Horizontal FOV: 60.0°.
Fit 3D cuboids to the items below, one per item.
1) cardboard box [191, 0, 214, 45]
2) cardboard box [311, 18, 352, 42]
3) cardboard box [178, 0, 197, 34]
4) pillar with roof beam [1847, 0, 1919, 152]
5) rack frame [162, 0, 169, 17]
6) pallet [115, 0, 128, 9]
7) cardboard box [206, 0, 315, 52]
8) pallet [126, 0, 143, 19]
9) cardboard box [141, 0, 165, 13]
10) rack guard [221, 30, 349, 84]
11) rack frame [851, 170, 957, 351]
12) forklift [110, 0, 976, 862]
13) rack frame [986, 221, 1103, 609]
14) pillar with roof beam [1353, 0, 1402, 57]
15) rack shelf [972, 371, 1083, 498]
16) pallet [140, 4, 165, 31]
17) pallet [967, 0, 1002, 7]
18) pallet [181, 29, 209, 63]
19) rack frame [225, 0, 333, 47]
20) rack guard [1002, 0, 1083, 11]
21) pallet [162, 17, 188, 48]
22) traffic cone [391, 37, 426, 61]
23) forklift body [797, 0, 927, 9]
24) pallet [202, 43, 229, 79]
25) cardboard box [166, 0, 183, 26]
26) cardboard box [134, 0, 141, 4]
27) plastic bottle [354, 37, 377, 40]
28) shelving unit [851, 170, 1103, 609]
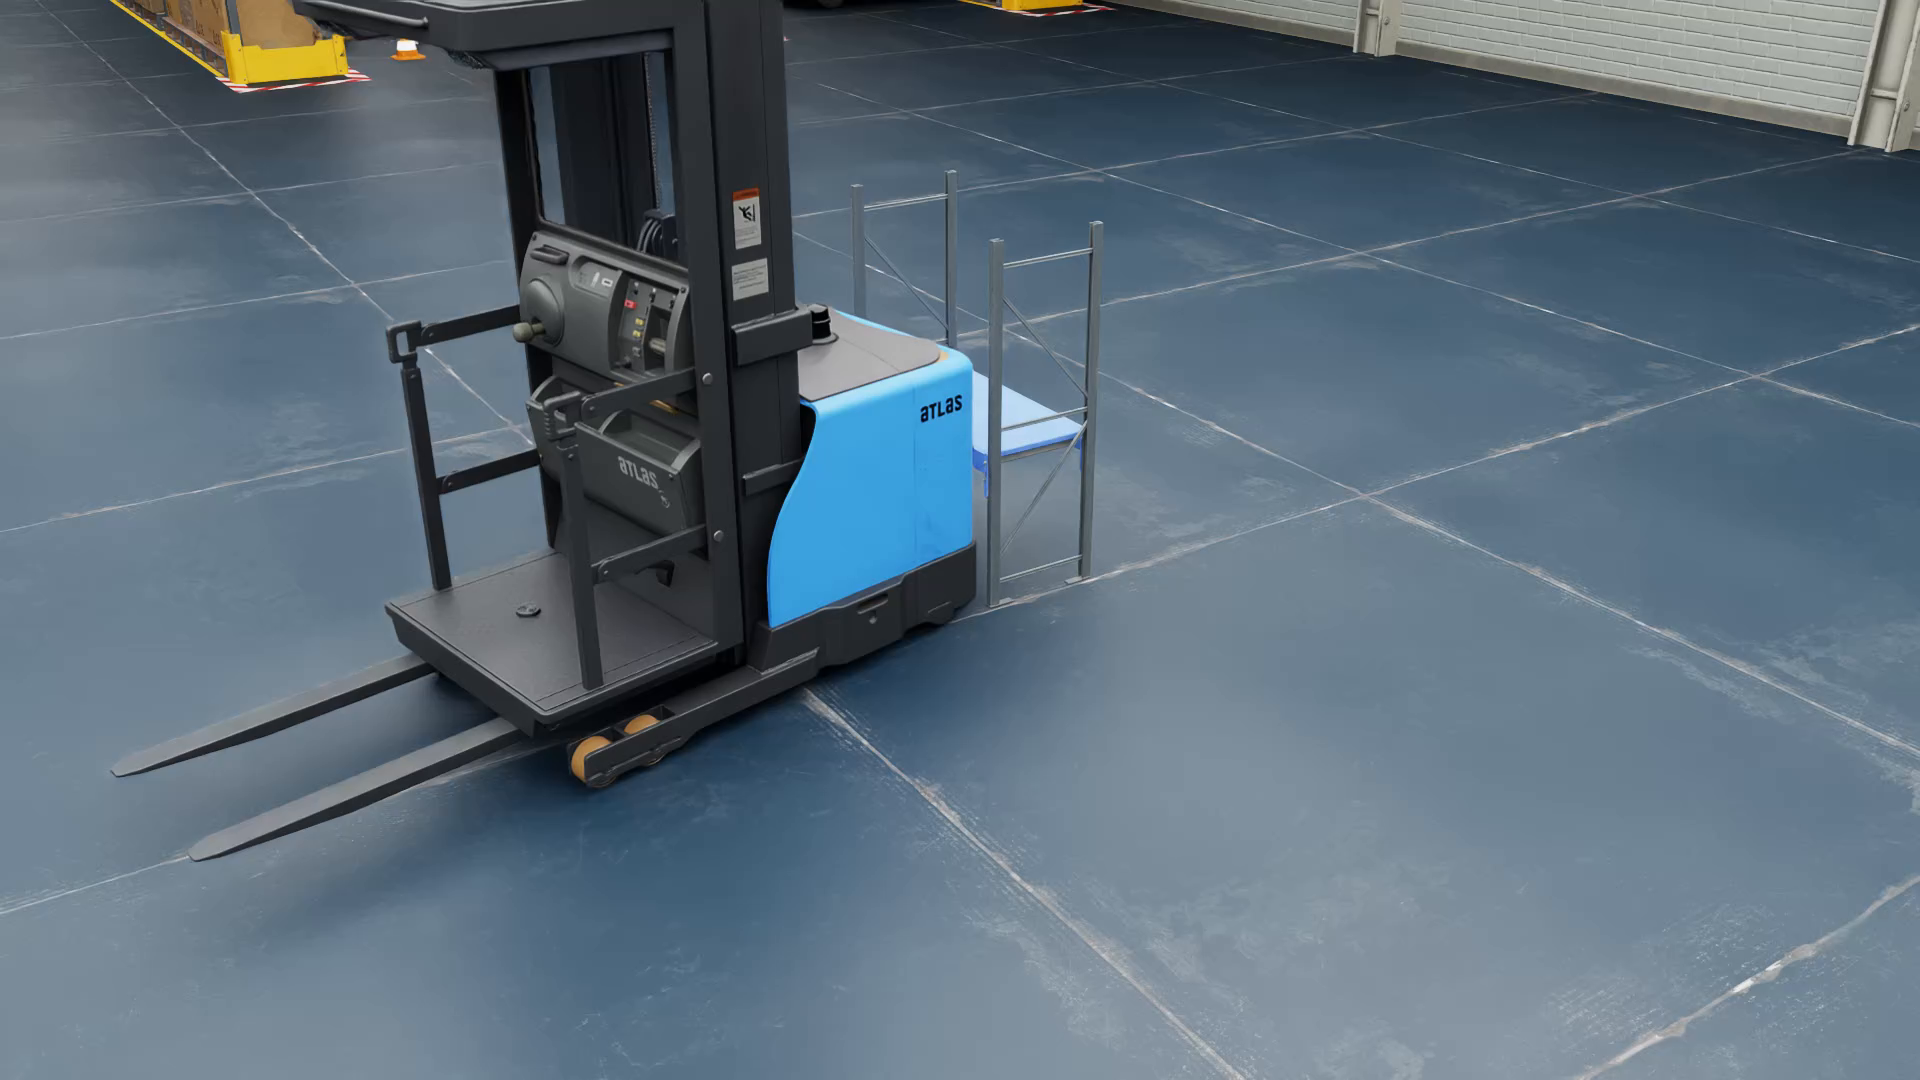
[{"bbox_3d":[-8.045,-6.060,18.571,0.875,0.875,0.875,-16,30,-30],"label":"cardboard box"},{"bbox_3d":[-7.614,-6.275,19.954,0.500,0.500,0.500,-10,27,-21],"label":"cardboard box"},{"bbox_3d":[-8.541,-6.387,19.263,0.875,0.875,0.875,-15,29,-29],"label":"cardboard box"},{"bbox_3d":[4.431,-6.514,10.508,9.100,9.000,0.400,-16,29,-30],"label":"pillar with roof beam"},{"bbox_3d":[-9.321,-7.721,20.091,1.000,3.000,0.127,-16,29,-30],"label":"rack frame"},{"bbox_3d":[-11.137,-7.591,23.082,1.003,0.211,1.213,-16,29,-30],"label":"pallet"},{"bbox_3d":[-7.563,-5.746,17.905,0.875,0.875,0.875,-15,29,-29],"label":"cardboard box"},{"bbox_3d":[-10.475,-7.155,22.159,1.003,0.211,1.213,-16,29,-30],"label":"pallet"},{"bbox_3d":[-9.735,-7.094,20.907,1.050,0.750,0.750,-16,29,-30],"label":"cardboard box"},{"bbox_3d":[-7.124,-5.151,17.576,1.175,0.500,0.348,-16,29,-30],"label":"rack guard"},{"bbox_3d":[-0.231,-0.830,7.250,0.500,1.500,0.032,-16,29,-30],"label":"rack frame"},{"bbox_3d":[-1.345,-0.754,5.414,3.031,2.935,1.130,-23,33,-39],"label":"forklift"},{"bbox_3d":[0.324,-0.466,6.480,0.500,1.500,0.032,-16,29,-30],"label":"rack frame"},{"bbox_3d":[1.155,-8.660,15.054,9.100,9.000,0.400,-16,29,-30],"label":"pillar with roof beam"},{"bbox_3d":[0.047,-0.485,6.942,0.538,0.185,1.000,-16,29,-30],"label":"rack shelf"},{"bbox_3d":[-9.805,-6.718,21.234,1.003,0.211,1.213,-16,29,-30],"label":"pallet"},{"bbox_3d":[0.659,-7.641,23.188,1.003,0.211,1.213,-16,29,-30],"label":"pallet"},{"bbox_3d":[-8.301,-5.733,19.146,1.003,0.211,1.213,-16,29,-30],"label":"pallet"},{"bbox_3d":[-7.137,-6.290,17.060,1.000,3.000,0.127,-16,29,-30],"label":"rack frame"},{"bbox_3d":[1.125,-7.499,22.549,1.175,0.500,0.348,-16,29,-30],"label":"rack guard"},{"bbox_3d":[-8.971,-6.169,20.071,1.003,0.211,1.213,-16,29,-30],"label":"pallet"},{"bbox_3d":[-6.237,-5.664,18.705,0.336,0.463,0.334,-16,29,-30],"label":"traffic cone"},{"bbox_3d":[-1.452,-8.507,22.751,2.313,2.155,1.214,-16,29,-30],"label":"forklift body"},{"bbox_3d":[-7.639,-5.297,18.223,1.003,0.211,1.213,-16,29,-30],"label":"pallet"},{"bbox_3d":[-9.036,-6.708,19.944,0.875,0.875,0.875,-15,29,-29],"label":"cardboard box"},{"bbox_3d":[-10.258,-7.440,21.640,1.050,0.750,0.750,-16,29,-30],"label":"cardboard box"},{"bbox_3d":[-7.146,-6.079,20.057,0.133,0.061,0.283,18,31,33],"label":"plastic bottle"},{"bbox_3d":[0.047,-0.648,6.865,0.538,1.500,1.048,-16,29,-30],"label":"shelving unit"}]
